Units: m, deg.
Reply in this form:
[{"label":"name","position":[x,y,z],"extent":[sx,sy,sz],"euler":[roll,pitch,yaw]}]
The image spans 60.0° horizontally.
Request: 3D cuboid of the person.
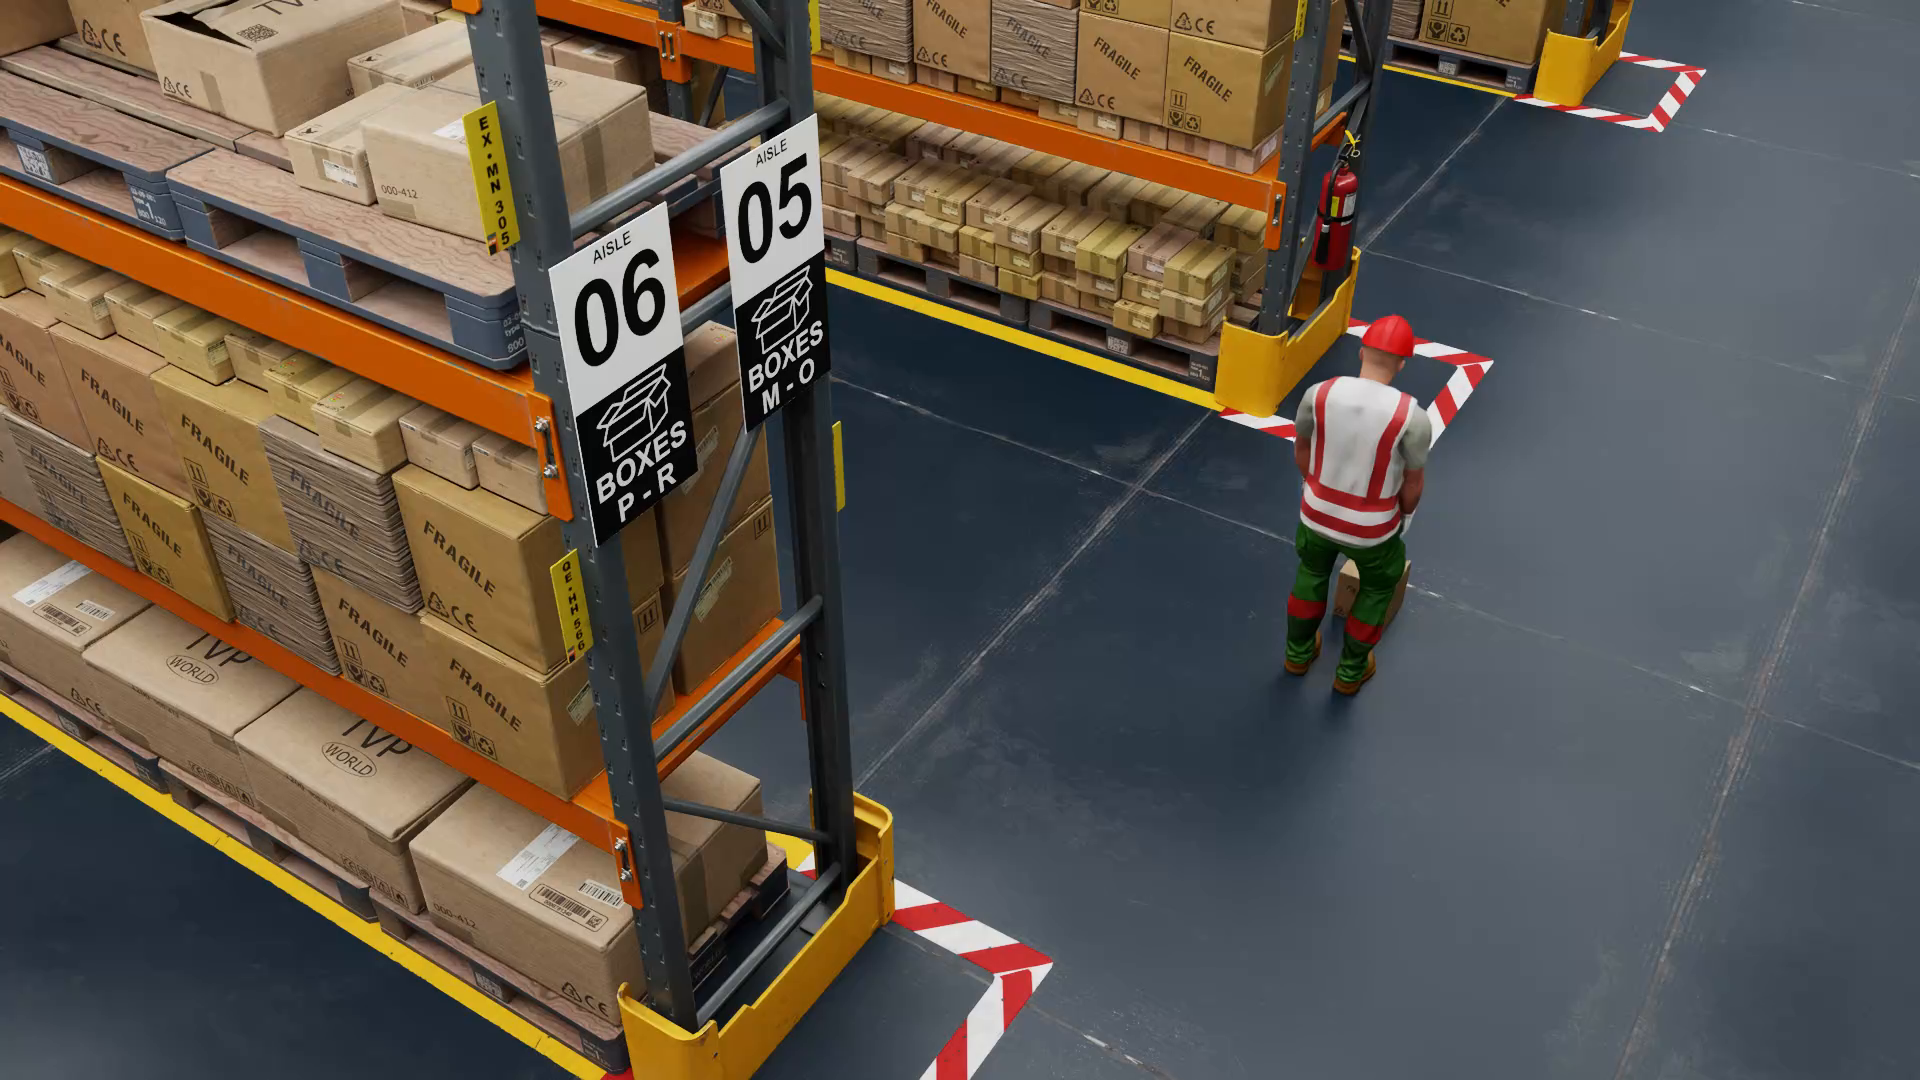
[{"label":"person","position":[1.619,-0.132,6.893],"extent":[0.551,1.712,0.496],"euler":[23,43,26]}]
